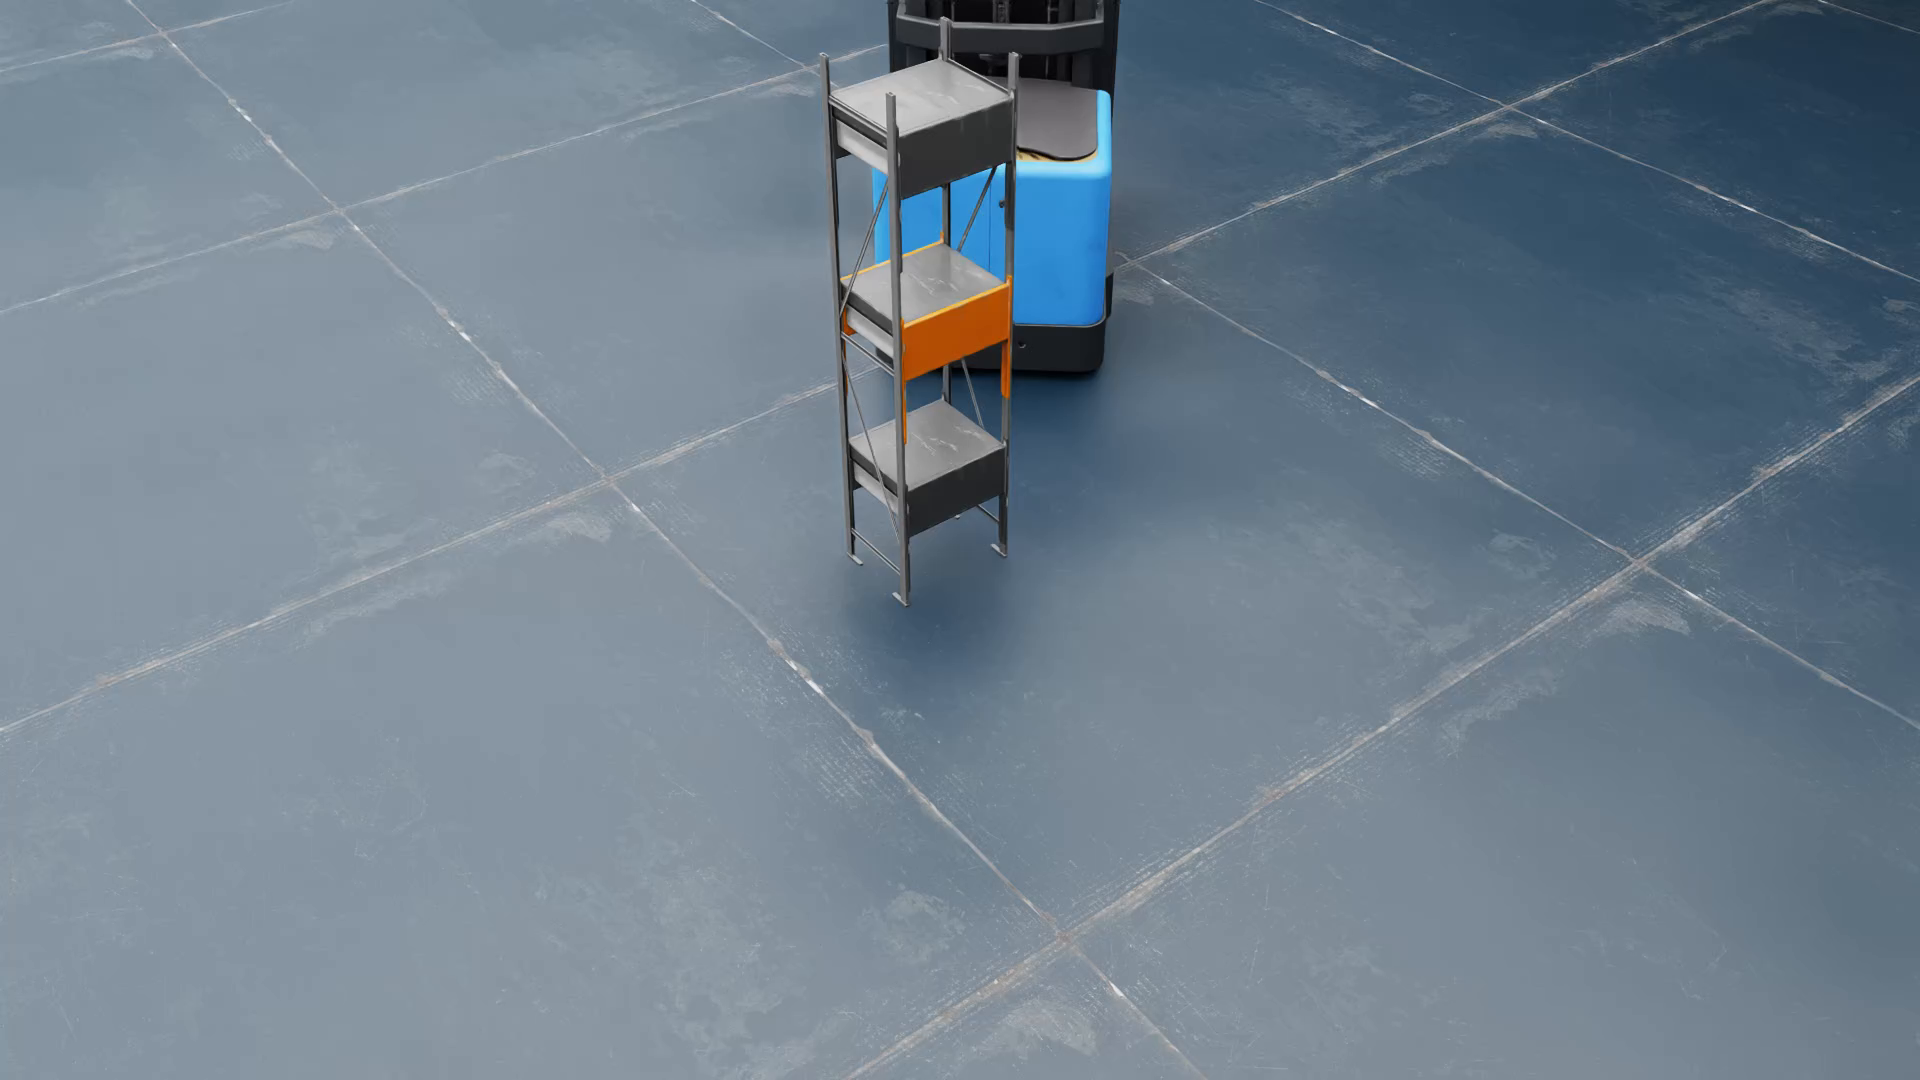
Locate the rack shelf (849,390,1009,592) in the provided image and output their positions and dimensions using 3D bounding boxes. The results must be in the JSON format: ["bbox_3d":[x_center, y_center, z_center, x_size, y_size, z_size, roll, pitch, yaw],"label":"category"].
[{"bbox_3d":[-0.131,-0.196,6.459,0.480,0.518,0.431,-26,46,-28],"label":"rack shelf"}]

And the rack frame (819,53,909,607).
[{"bbox_3d":[-0.325,-0.654,5.891,0.015,2.100,0.400,-26,46,-28],"label":"rack frame"}]

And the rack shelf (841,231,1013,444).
[{"bbox_3d":[-0.131,-0.737,6.015,0.480,0.518,0.431,-26,46,-28],"label":"rack shelf"}]

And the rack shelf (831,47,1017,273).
[{"bbox_3d":[-0.131,-1.278,5.571,0.480,0.518,0.431,-26,46,-28],"label":"rack shelf"}]

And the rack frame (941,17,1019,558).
[{"bbox_3d":[0.062,-0.842,6.121,0.015,2.100,0.400,-26,46,-28],"label":"rack frame"}]

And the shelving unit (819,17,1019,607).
[{"bbox_3d":[-0.131,-0.748,6.006,0.503,2.100,0.431,-26,46,-28],"label":"shelving unit"}]

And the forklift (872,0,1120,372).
[{"bbox_3d":[0.220,-2.817,7.873,1.130,2.935,3.031,2,39,3],"label":"forklift"}]
